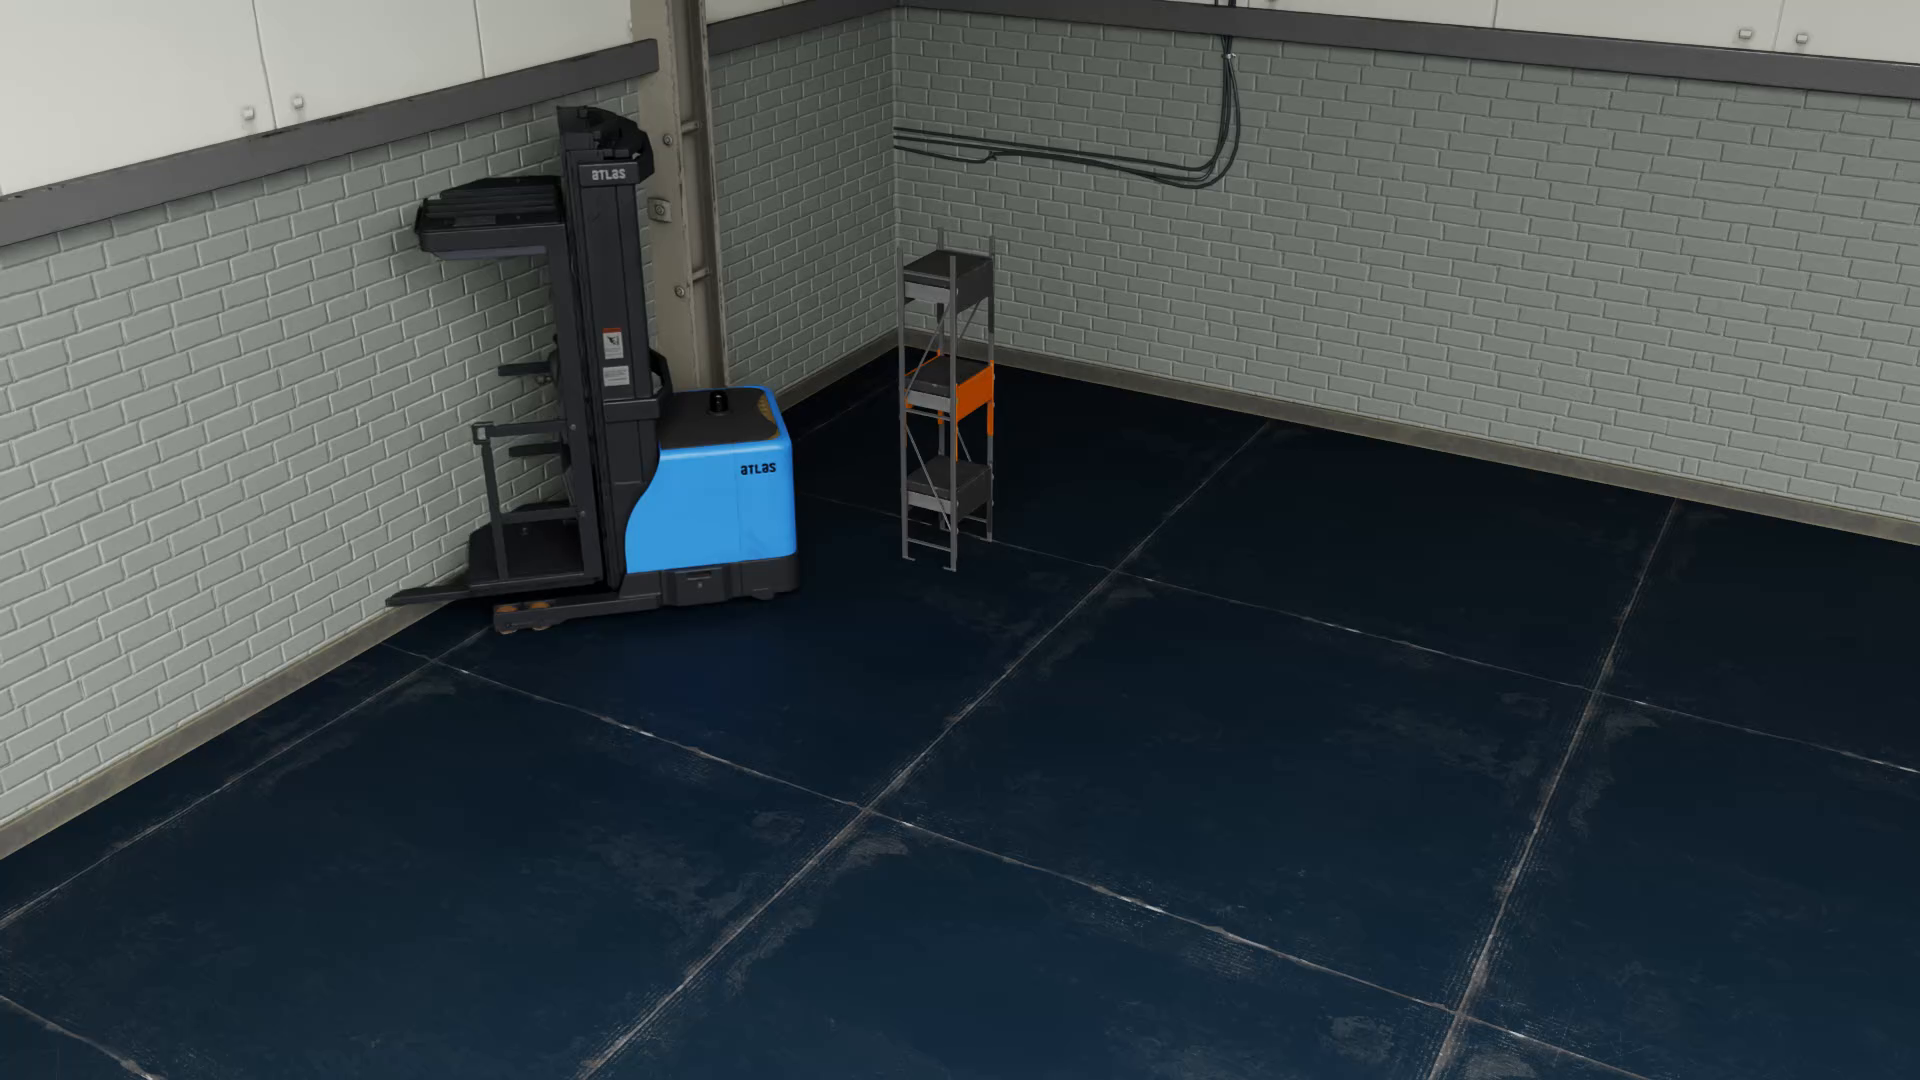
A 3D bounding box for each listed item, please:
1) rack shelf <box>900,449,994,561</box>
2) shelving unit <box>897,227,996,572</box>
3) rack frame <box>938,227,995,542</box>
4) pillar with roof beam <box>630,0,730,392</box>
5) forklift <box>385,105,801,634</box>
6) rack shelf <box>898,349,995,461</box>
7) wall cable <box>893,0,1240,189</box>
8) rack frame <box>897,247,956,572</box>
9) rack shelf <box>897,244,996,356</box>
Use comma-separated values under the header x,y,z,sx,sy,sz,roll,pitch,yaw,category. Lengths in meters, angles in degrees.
x,y,z,sx,sy,sz,roll,pitch,yaw,category
-0.081,-0.236,10.890,0.431,0.518,0.480,14,30,26,rack shelf
-0.081,-0.874,10.571,0.431,2.100,0.503,14,30,26,shelving unit
0.039,-0.970,10.761,0.400,2.100,0.015,14,30,26,rack frame
1.857,-3.607,8.322,9.100,9.000,0.400,14,30,26,pillar with roof beam
-2.575,-1.005,9.903,3.031,2.935,1.130,-6,27,-12,forklift
-0.081,-0.862,10.577,0.431,0.518,0.480,14,30,26,rack shelf
0.709,-4.023,12.623,3.097,2.526,0.112,14,30,26,wall cable
-0.201,-0.779,10.381,0.400,2.100,0.015,14,30,26,rack frame
-0.081,-1.488,10.264,0.431,0.518,0.480,14,30,26,rack shelf
